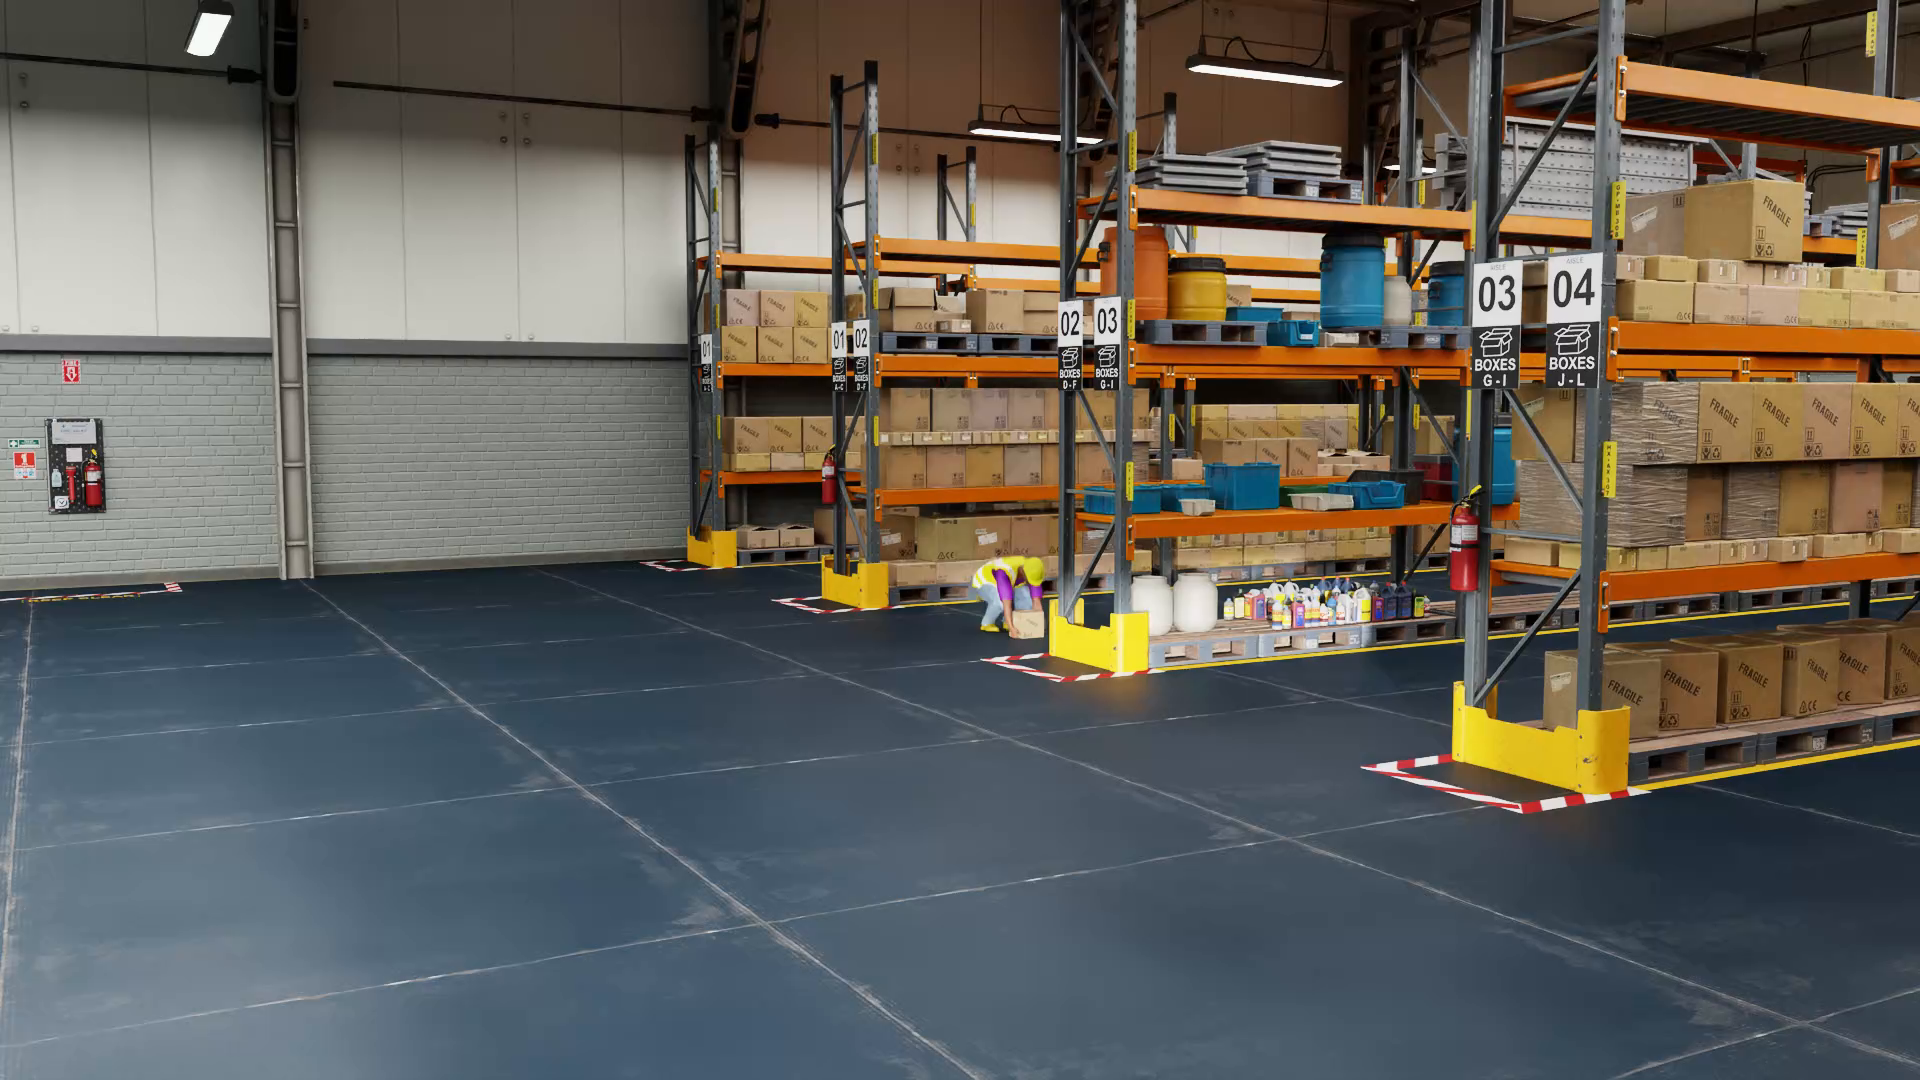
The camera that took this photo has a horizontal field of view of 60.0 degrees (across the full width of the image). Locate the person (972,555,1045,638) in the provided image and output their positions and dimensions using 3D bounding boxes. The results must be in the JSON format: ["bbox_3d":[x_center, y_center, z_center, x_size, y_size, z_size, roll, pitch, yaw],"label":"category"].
[{"bbox_3d":[0.527,0.551,16.630,0.526,0.828,0.954,-3,6,-30],"label":"person"}]
